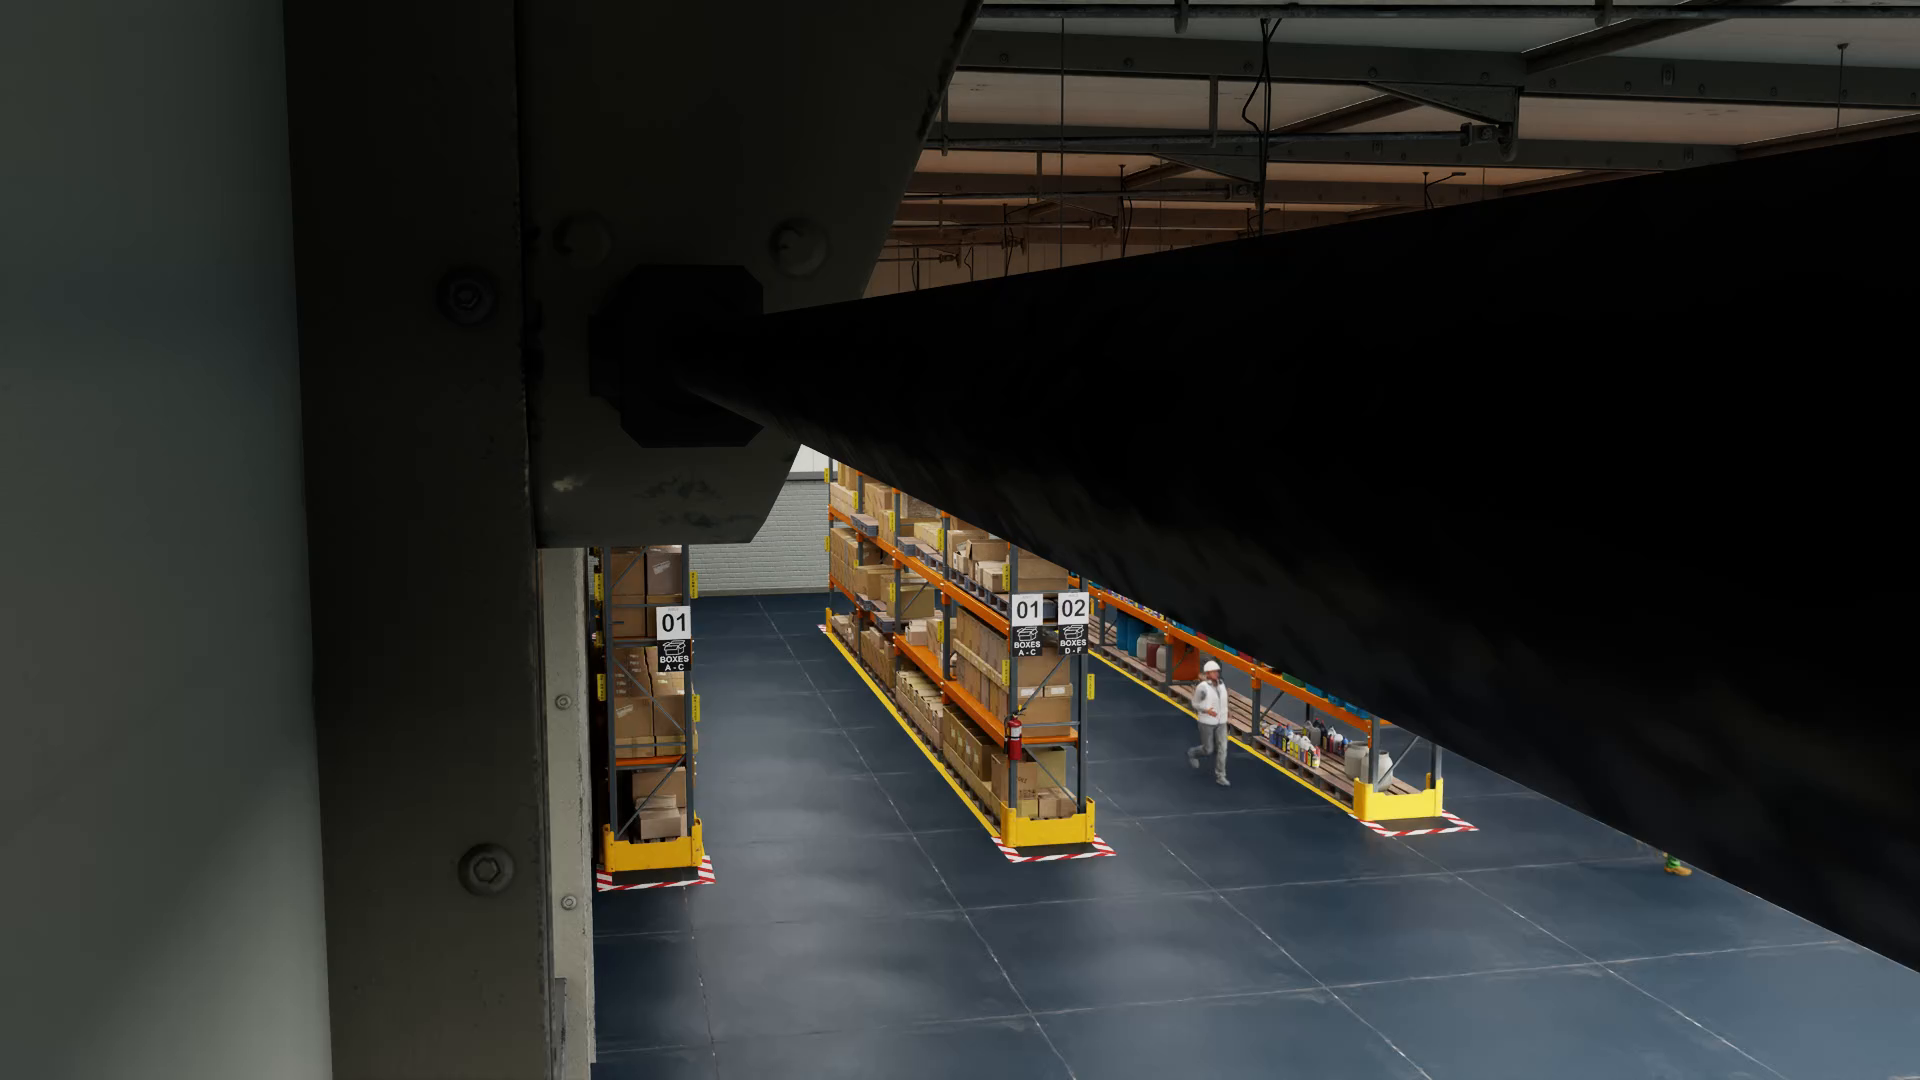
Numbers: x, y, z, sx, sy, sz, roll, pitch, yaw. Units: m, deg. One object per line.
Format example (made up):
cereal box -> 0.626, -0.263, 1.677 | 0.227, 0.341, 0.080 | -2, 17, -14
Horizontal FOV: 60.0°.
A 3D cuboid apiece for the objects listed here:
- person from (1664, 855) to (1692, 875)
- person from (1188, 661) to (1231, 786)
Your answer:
person -> 8.695, 3.120, 19.771 | 0.578, 1.743, 0.649 | 3, 8, 26
person -> 3.637, 2.612, 23.955 | 0.663, 1.752, 0.926 | -3, 7, -25
